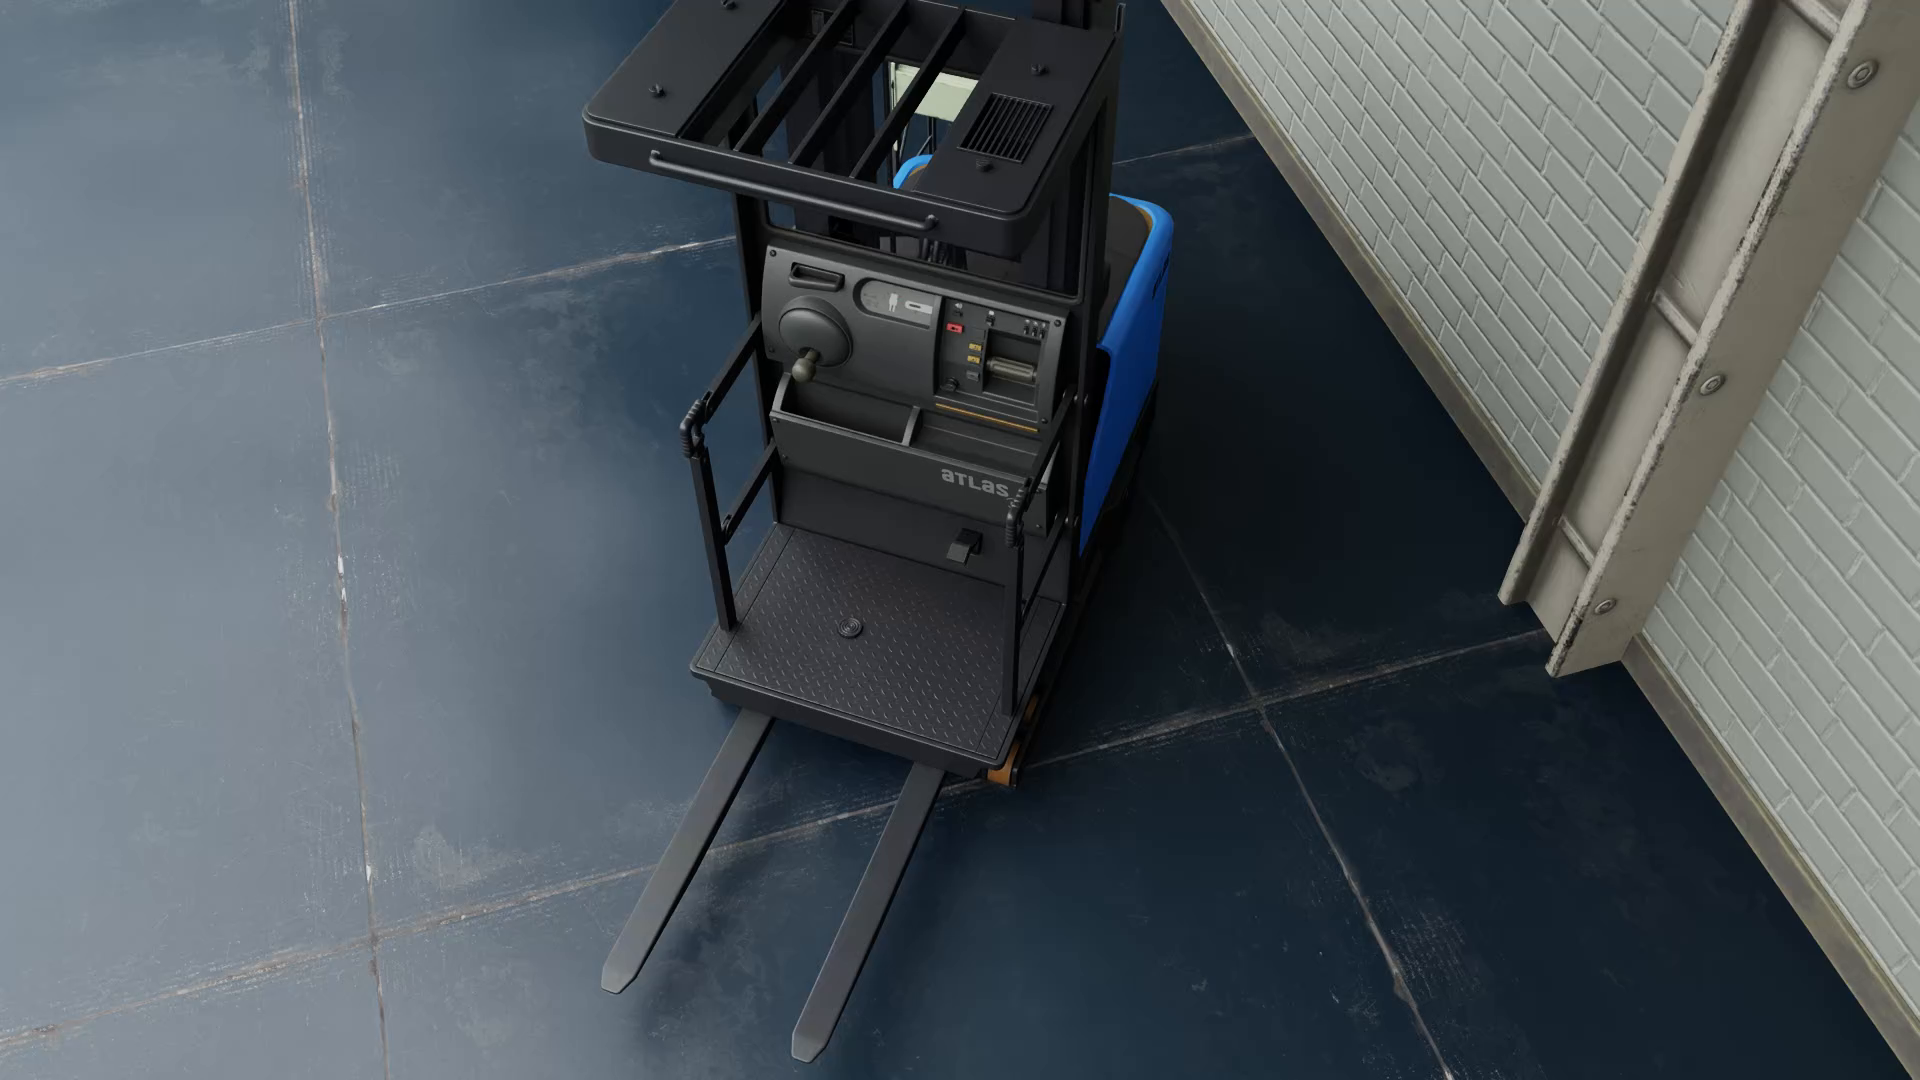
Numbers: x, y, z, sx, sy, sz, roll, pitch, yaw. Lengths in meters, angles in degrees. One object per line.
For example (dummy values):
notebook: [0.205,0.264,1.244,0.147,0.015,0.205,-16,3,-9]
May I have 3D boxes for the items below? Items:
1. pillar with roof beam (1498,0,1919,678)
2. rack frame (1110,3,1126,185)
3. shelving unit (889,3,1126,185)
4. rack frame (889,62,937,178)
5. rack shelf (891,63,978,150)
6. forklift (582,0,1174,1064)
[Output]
pillar with roof beam: [-1.943,-1.621,1.731,9.100,9.000,0.400,-13,51,-11]
rack frame: [0.505,-1.275,6.344,0.023,1.500,0.400,17,52,14]
shelving unit: [0.164,-1.378,6.431,0.755,1.500,0.431,17,52,14]
rack frame: [-0.176,-1.481,6.518,0.023,1.500,0.400,17,52,14]
rack shelf: [0.164,-1.630,6.132,0.720,0.370,0.431,17,52,14]
forklift: [-0.217,-0.492,4.748,1.130,2.935,3.031,16,52,13]
